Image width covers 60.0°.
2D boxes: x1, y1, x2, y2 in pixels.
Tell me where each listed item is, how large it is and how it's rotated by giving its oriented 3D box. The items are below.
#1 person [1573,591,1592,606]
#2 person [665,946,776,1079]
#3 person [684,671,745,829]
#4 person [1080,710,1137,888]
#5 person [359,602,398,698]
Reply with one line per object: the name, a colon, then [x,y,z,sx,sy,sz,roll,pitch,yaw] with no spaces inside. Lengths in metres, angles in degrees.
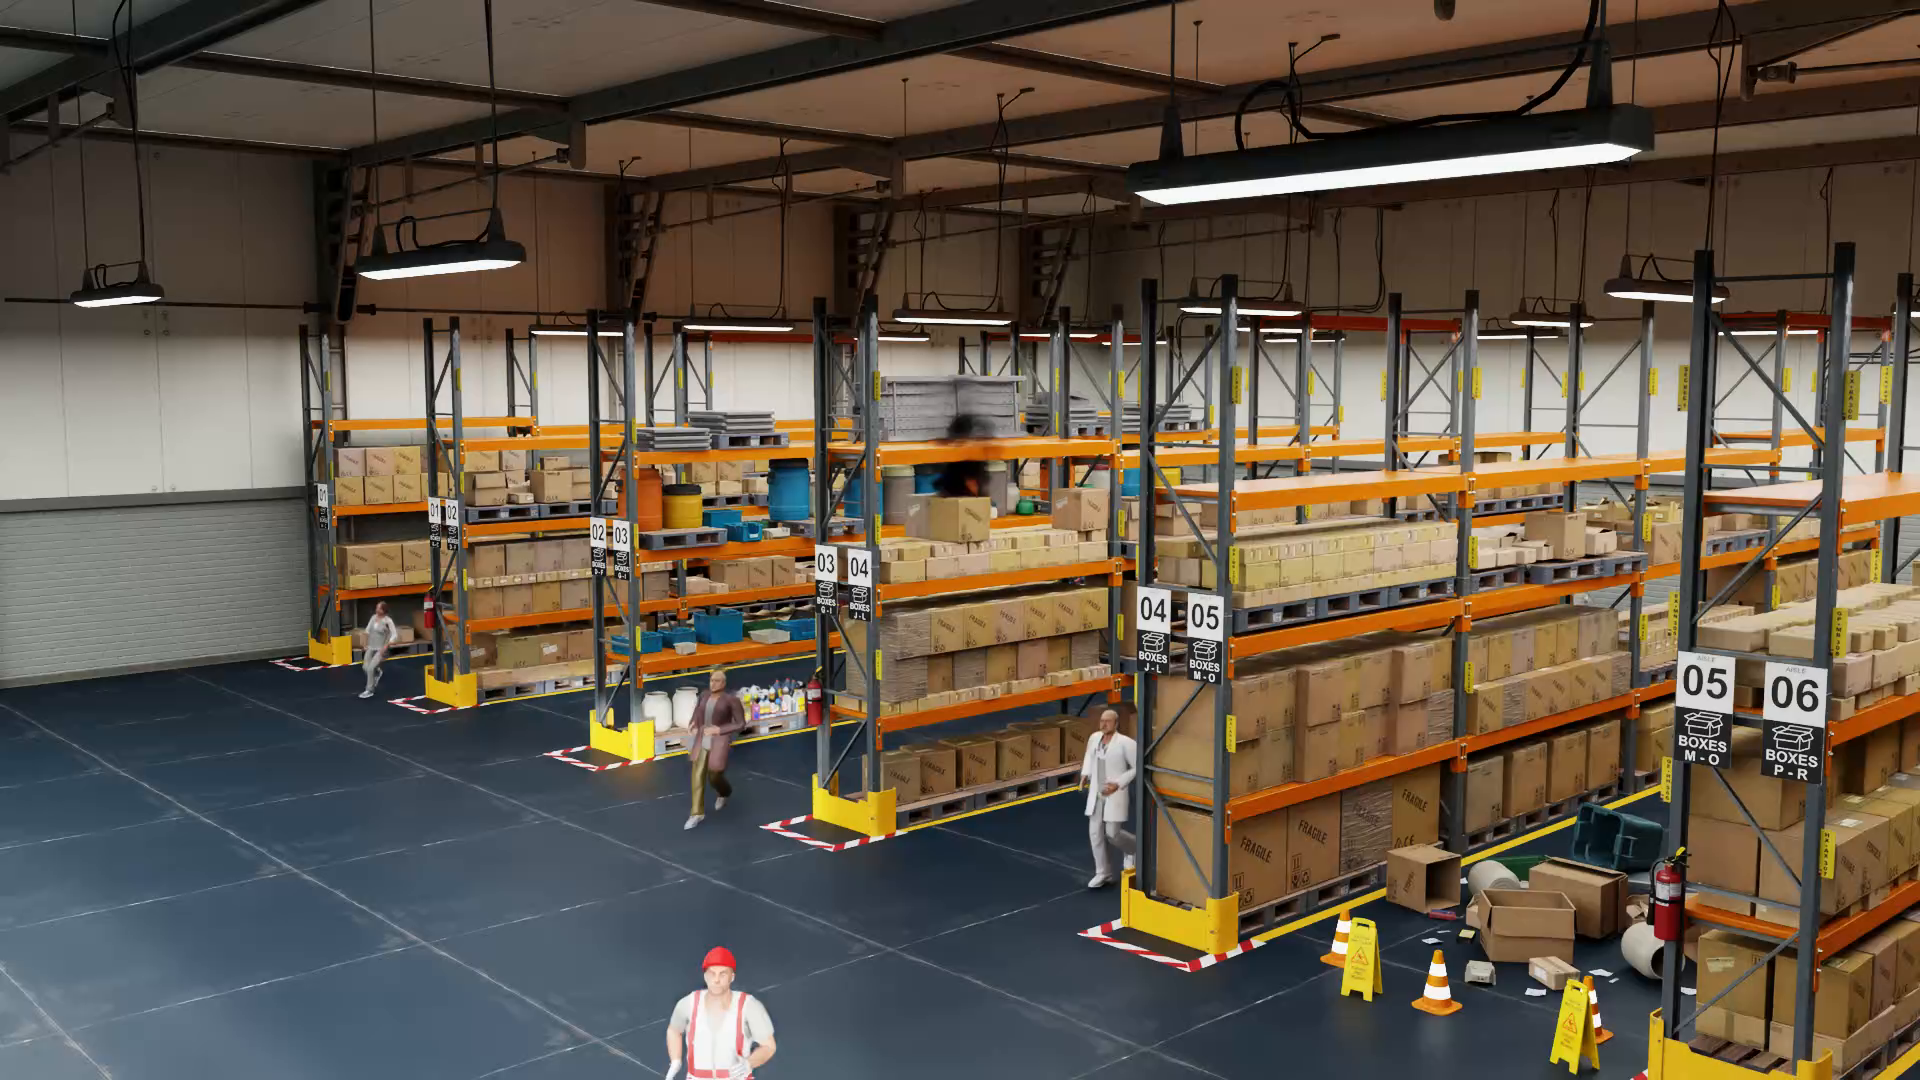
person: [11.389,1.247,30.670,0.605,1.650,0.516,-4,7,-31]
person: [-1.434,3.289,9.902,0.658,1.765,0.914,0,6,-1]
person: [-2.788,2.380,19.155,0.748,1.775,0.944,3,6,24]
person: [1.534,2.585,16.884,0.721,1.765,0.804,4,7,36]
person: [-9.235,1.735,26.479,0.575,1.524,0.522,1,6,13]
